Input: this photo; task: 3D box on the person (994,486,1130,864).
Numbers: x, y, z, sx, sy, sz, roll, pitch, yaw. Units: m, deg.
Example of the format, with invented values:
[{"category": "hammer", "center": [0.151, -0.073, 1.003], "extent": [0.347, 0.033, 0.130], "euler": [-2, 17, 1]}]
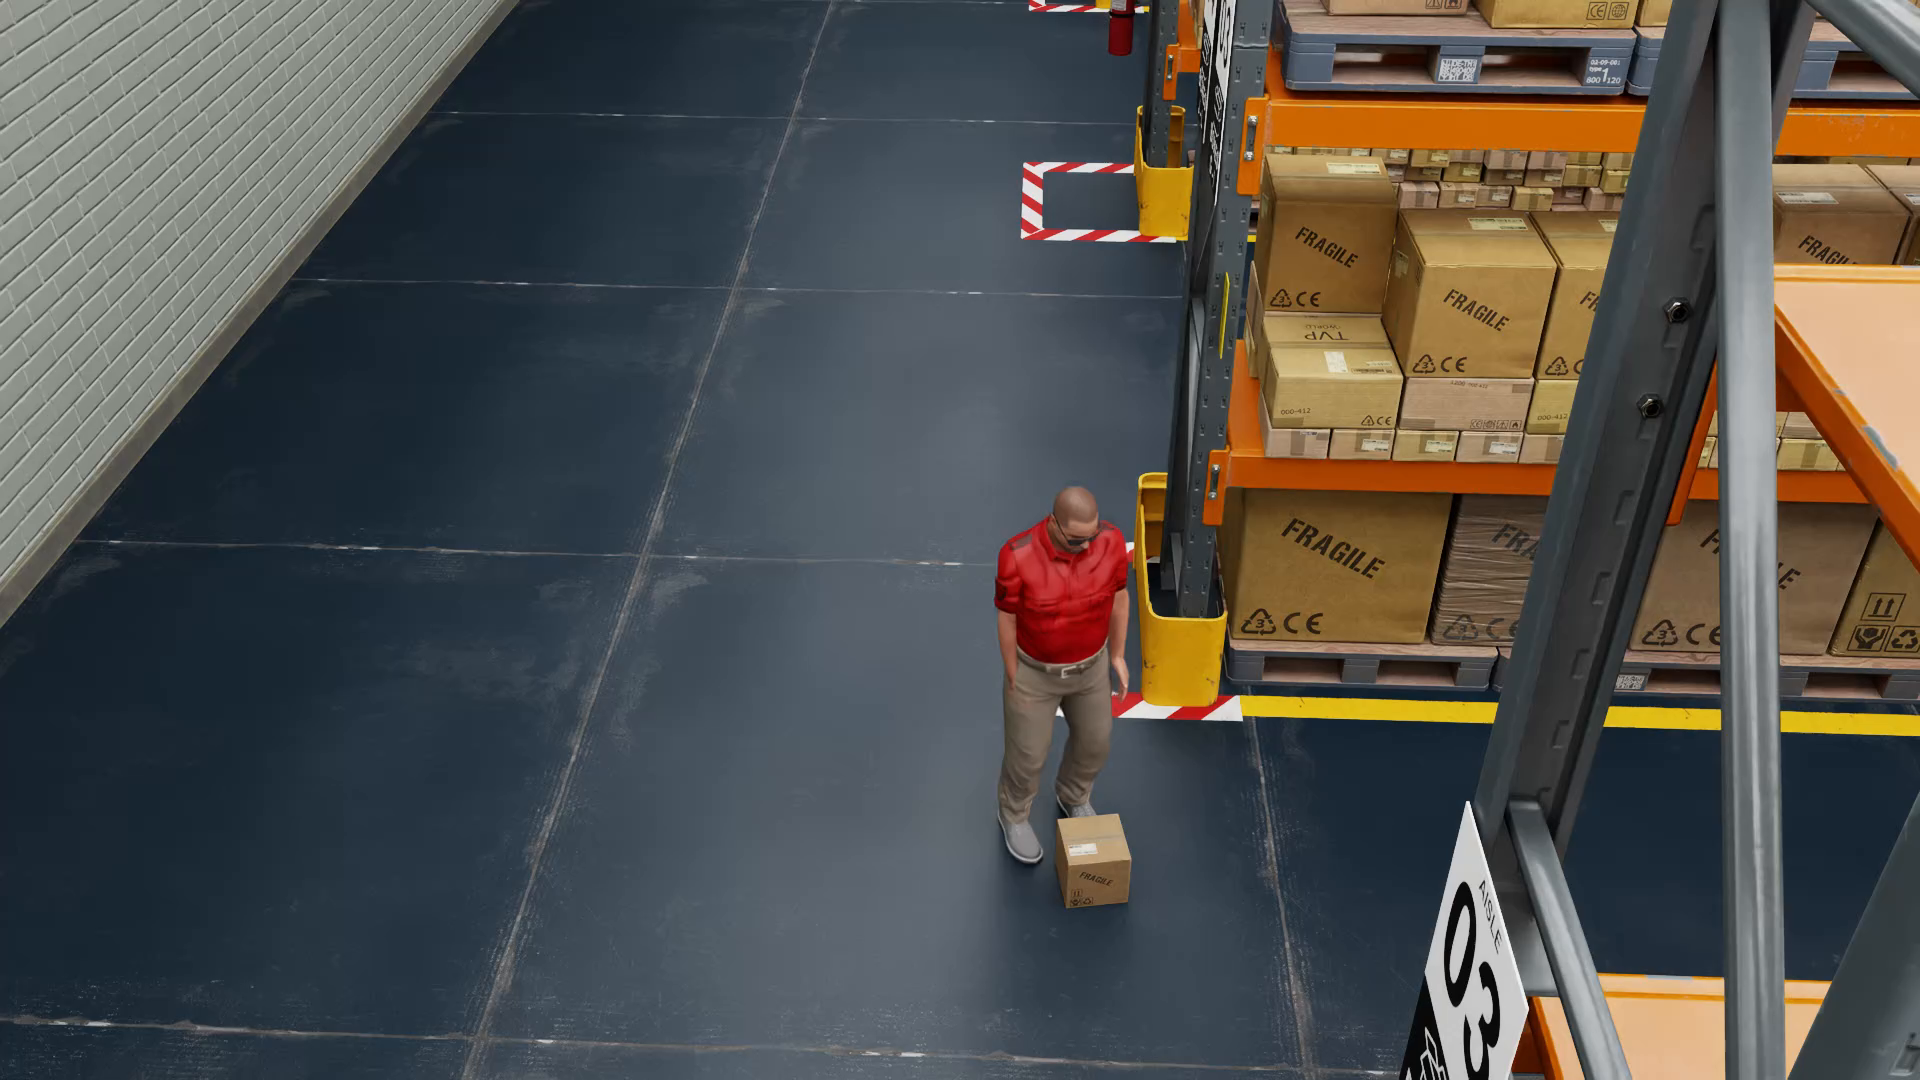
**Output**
[{"category": "person", "center": [0.400, 0.498, 6.454], "extent": [0.538, 1.712, 0.366], "euler": [-11, 37, -15]}]
